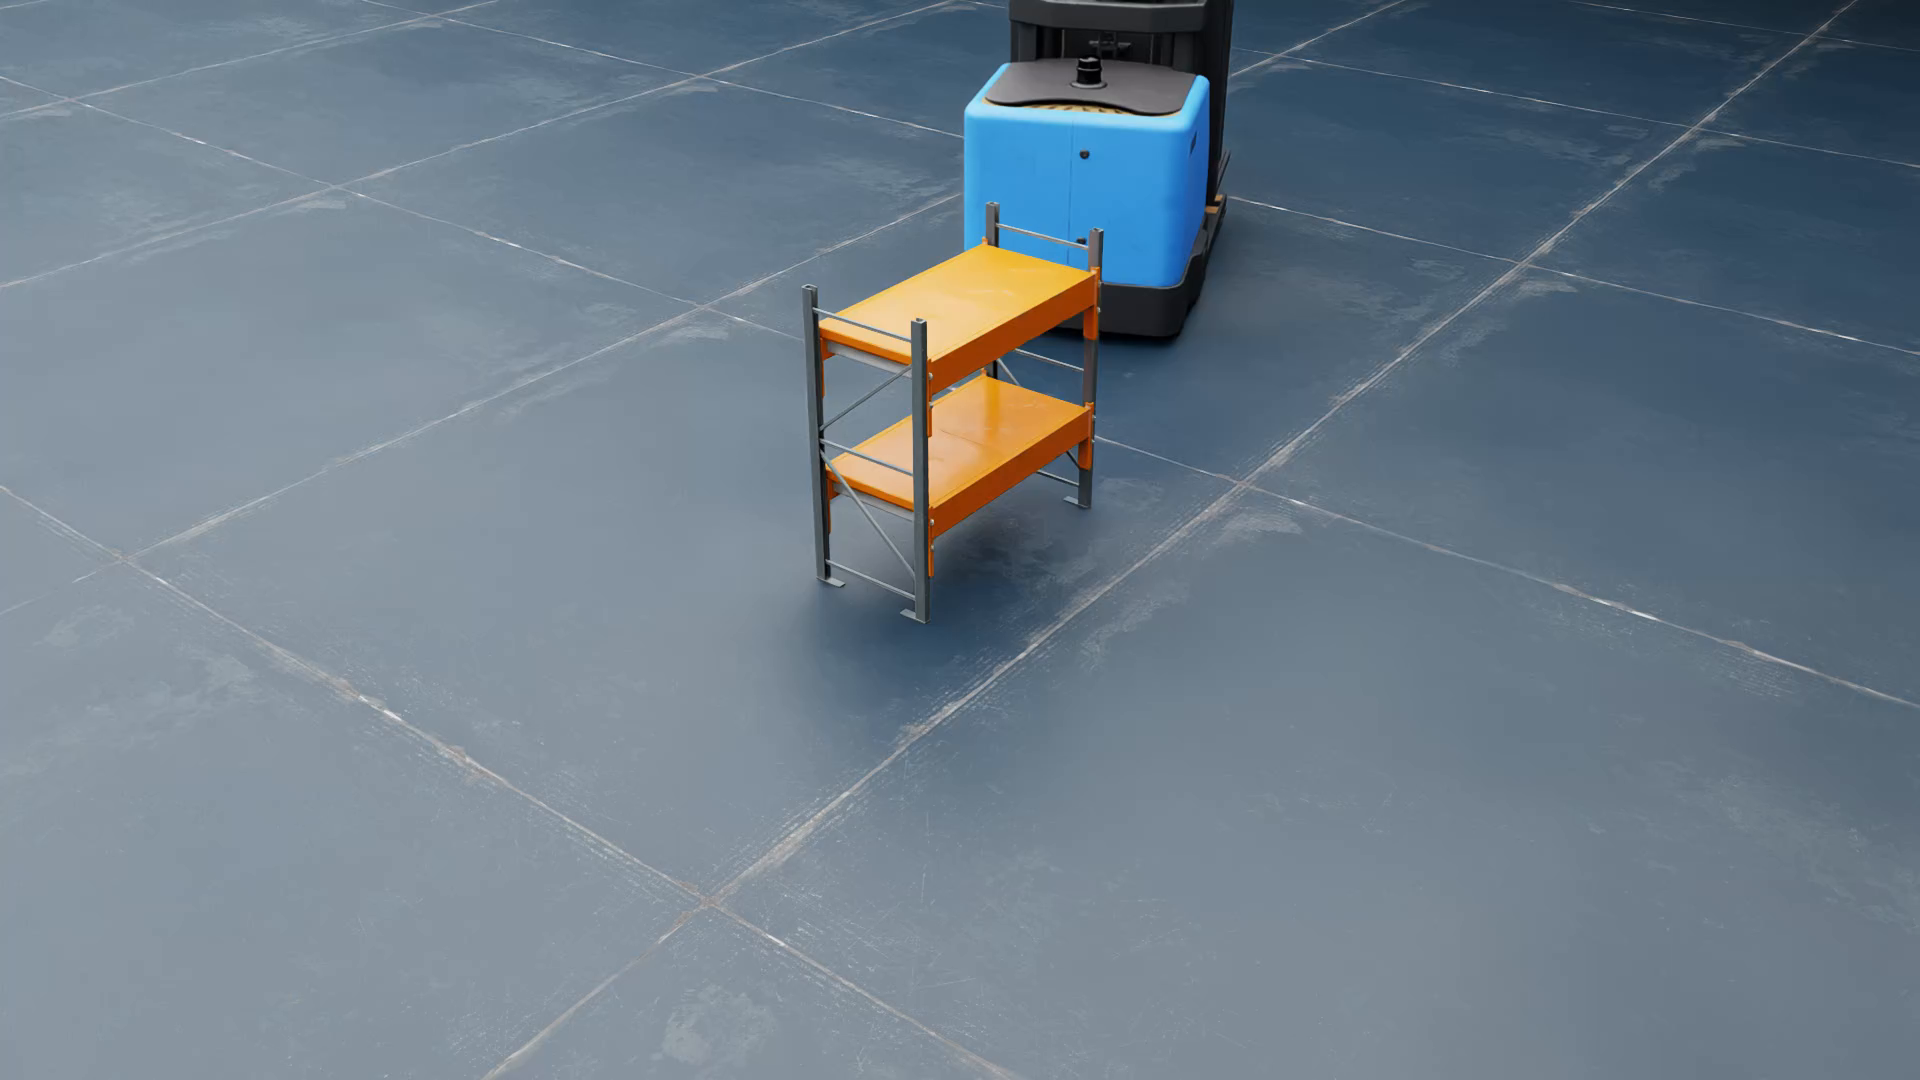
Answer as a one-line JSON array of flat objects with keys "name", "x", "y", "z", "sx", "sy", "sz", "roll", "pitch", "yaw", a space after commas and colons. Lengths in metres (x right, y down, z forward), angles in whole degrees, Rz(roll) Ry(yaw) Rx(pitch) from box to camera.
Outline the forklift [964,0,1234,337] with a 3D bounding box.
[{"name": "forklift", "x": 0.854, "y": -2.942, "z": 8.339, "sx": 1.130, "sy": 2.935, "sz": 3.031, "roll": 7, "pitch": 31, "yaw": 12}]

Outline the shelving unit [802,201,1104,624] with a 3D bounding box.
[{"name": "shelving unit", "x": -0.004, "y": -0.481, "z": 5.959, "sx": 0.538, "sy": 1.125, "sz": 1.048, "roll": 21, "pitch": 37, "yaw": 31}]

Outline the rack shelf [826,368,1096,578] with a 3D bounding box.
[{"name": "rack shelf", "x": -0.004, "y": -0.271, "z": 6.083, "sx": 0.538, "sy": 0.278, "sz": 1.000, "roll": 21, "pitch": 37, "yaw": 31}]

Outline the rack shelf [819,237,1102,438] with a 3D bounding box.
[{"name": "rack shelf", "x": -0.004, "y": -0.733, "z": 5.809, "sx": 0.538, "sy": 0.278, "sz": 1.000, "roll": 21, "pitch": 37, "yaw": 31}]

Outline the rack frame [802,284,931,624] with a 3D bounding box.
[{"name": "rack frame", "x": -0.311, "y": -0.275, "z": 5.610, "sx": 0.500, "sy": 1.125, "sz": 0.032, "roll": 21, "pitch": 37, "yaw": 31}]

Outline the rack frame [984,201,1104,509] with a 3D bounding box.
[{"name": "rack frame", "x": 0.303, "y": -0.688, "z": 6.307, "sx": 0.500, "sy": 1.125, "sz": 0.032, "roll": 21, "pitch": 37, "yaw": 31}]
